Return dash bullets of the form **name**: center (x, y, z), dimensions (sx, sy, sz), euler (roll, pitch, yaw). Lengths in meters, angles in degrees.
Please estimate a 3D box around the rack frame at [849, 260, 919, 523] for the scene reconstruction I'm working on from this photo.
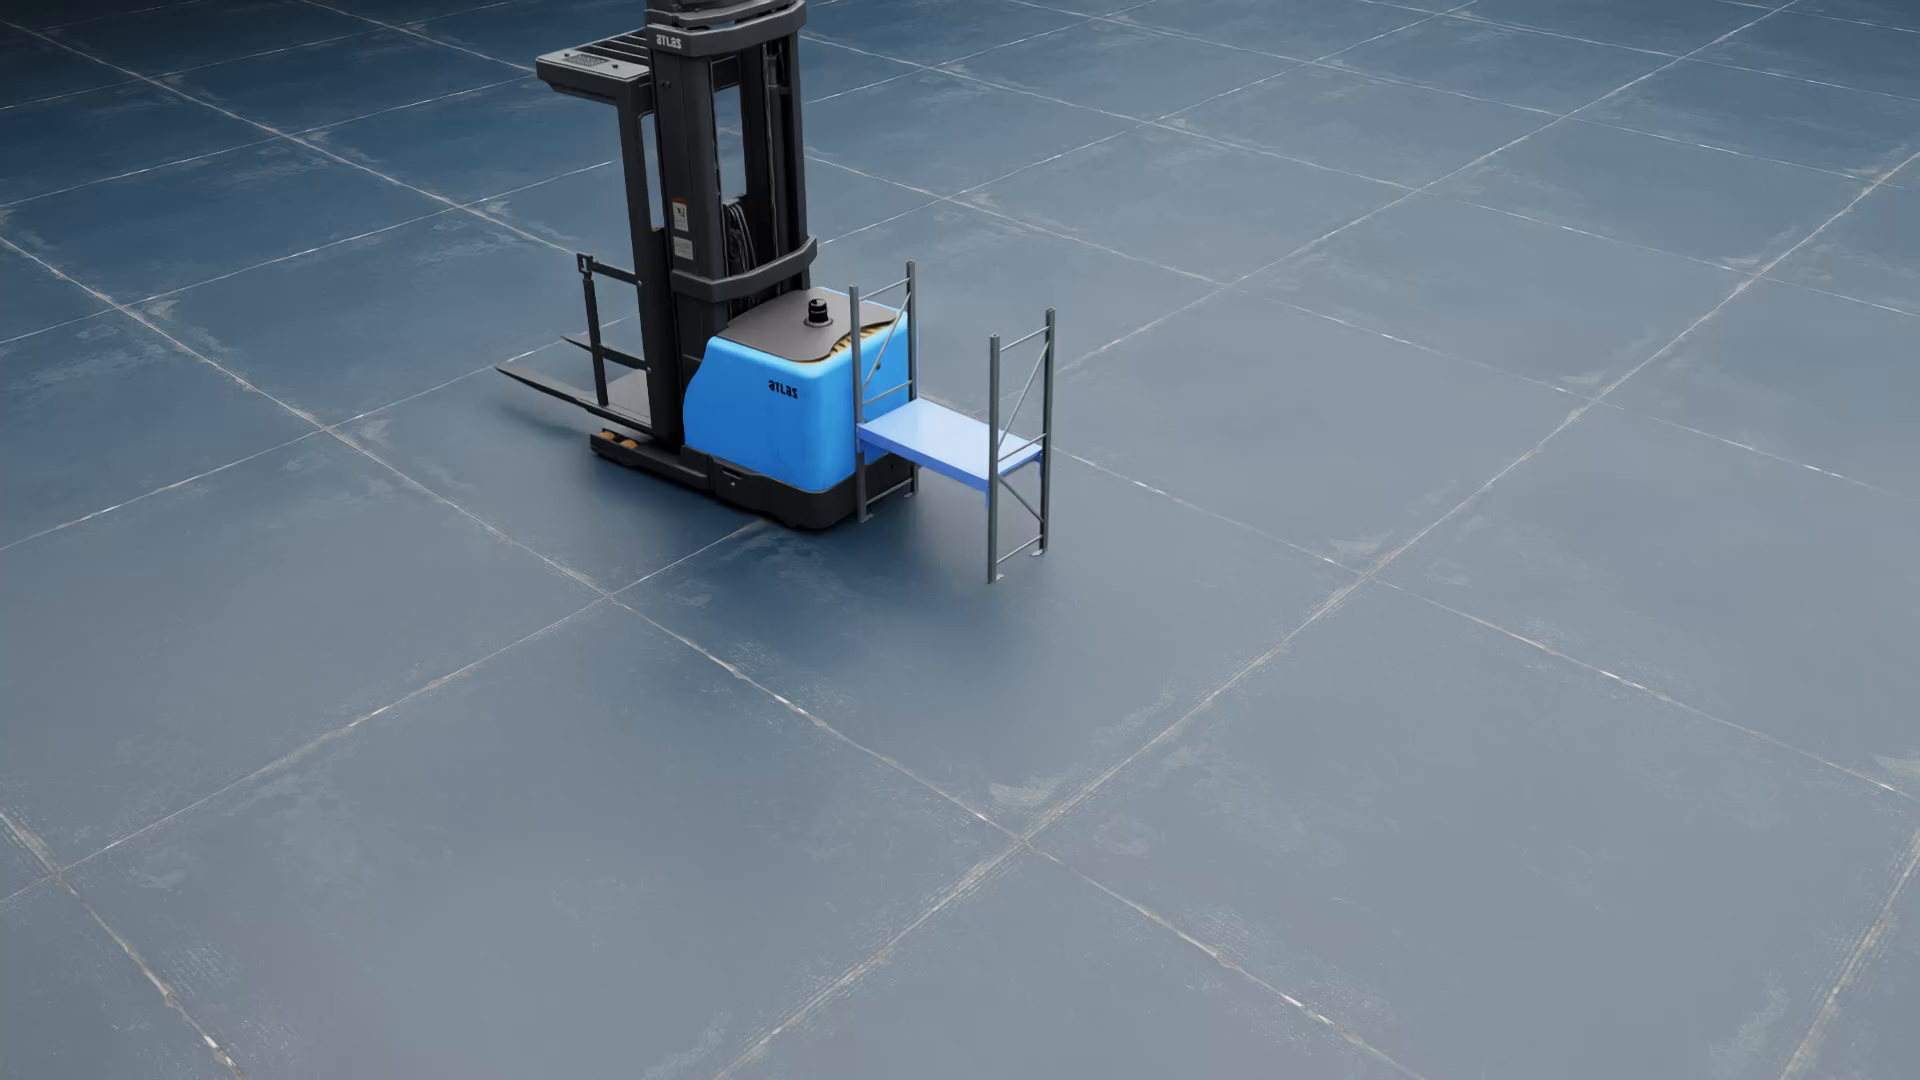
- **rack frame**: center (-0.430, -0.843, 9.640), dimensions (0.032, 1.500, 0.500), euler (25, 39, 35)

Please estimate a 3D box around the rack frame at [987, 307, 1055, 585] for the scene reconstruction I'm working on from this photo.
- **rack frame**: center (0.330, -0.495, 9.062), dimensions (0.032, 1.500, 0.500), euler (25, 39, 35)

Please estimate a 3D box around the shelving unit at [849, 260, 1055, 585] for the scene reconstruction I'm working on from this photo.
- **shelving unit**: center (-0.050, -0.669, 9.351), dimensions (1.048, 1.500, 0.538), euler (25, 39, 35)

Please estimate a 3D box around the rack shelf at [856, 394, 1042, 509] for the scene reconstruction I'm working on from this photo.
- **rack shelf**: center (-0.050, -0.514, 9.444), dimensions (1.000, 0.185, 0.538), euler (25, 39, 35)

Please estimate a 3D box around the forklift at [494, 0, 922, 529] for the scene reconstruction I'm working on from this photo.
- **forklift**: center (-1.723, -1.916, 10.036), dimensions (3.031, 2.935, 1.130), euler (21, 37, 30)
